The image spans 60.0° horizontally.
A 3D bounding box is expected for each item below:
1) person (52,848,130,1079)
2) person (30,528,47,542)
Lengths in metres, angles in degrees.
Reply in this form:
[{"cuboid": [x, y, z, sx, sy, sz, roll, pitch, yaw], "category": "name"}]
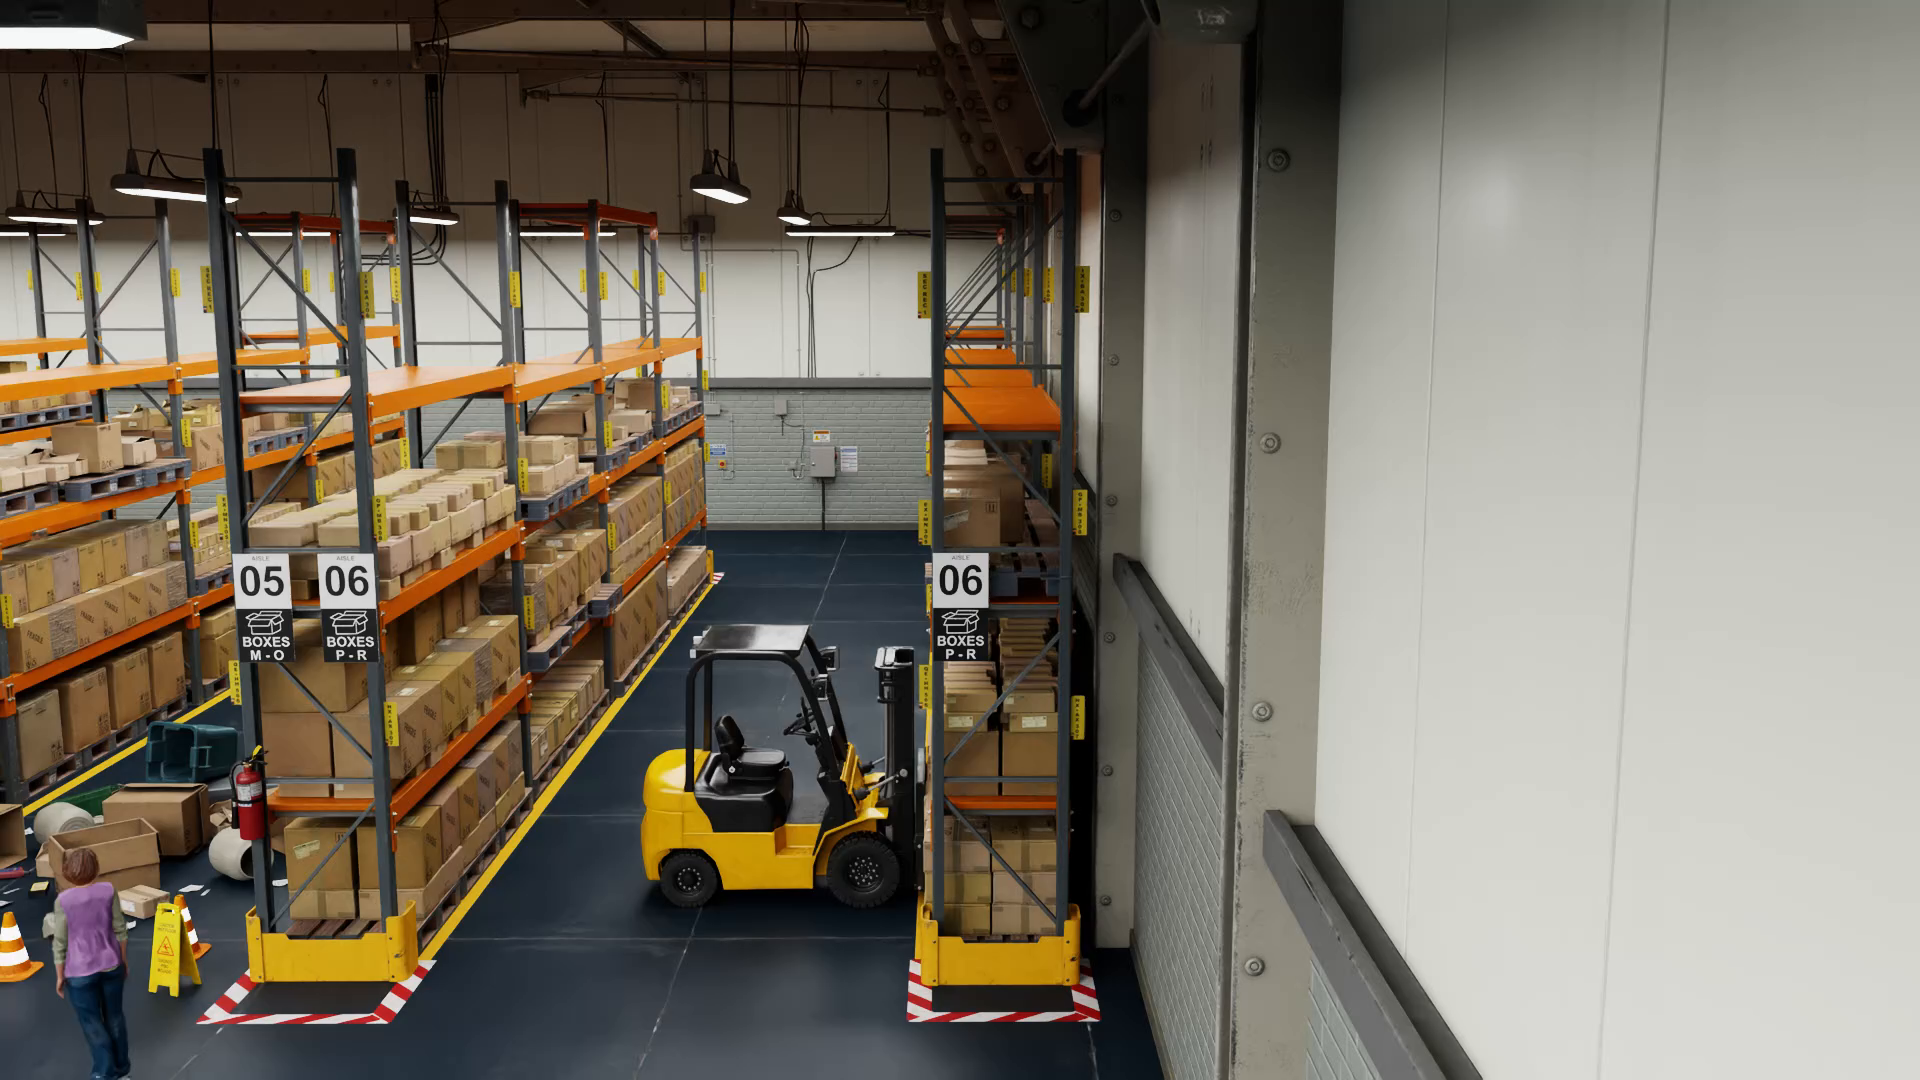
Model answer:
[{"cuboid": [-5.470, 2.725, 10.479, 0.354, 1.623, 0.433, 6, 11, 35], "category": "person"}, {"cuboid": [-12.641, 0.641, 22.889, 0.533, 1.777, 0.498, 9, 12, 43], "category": "person"}]
